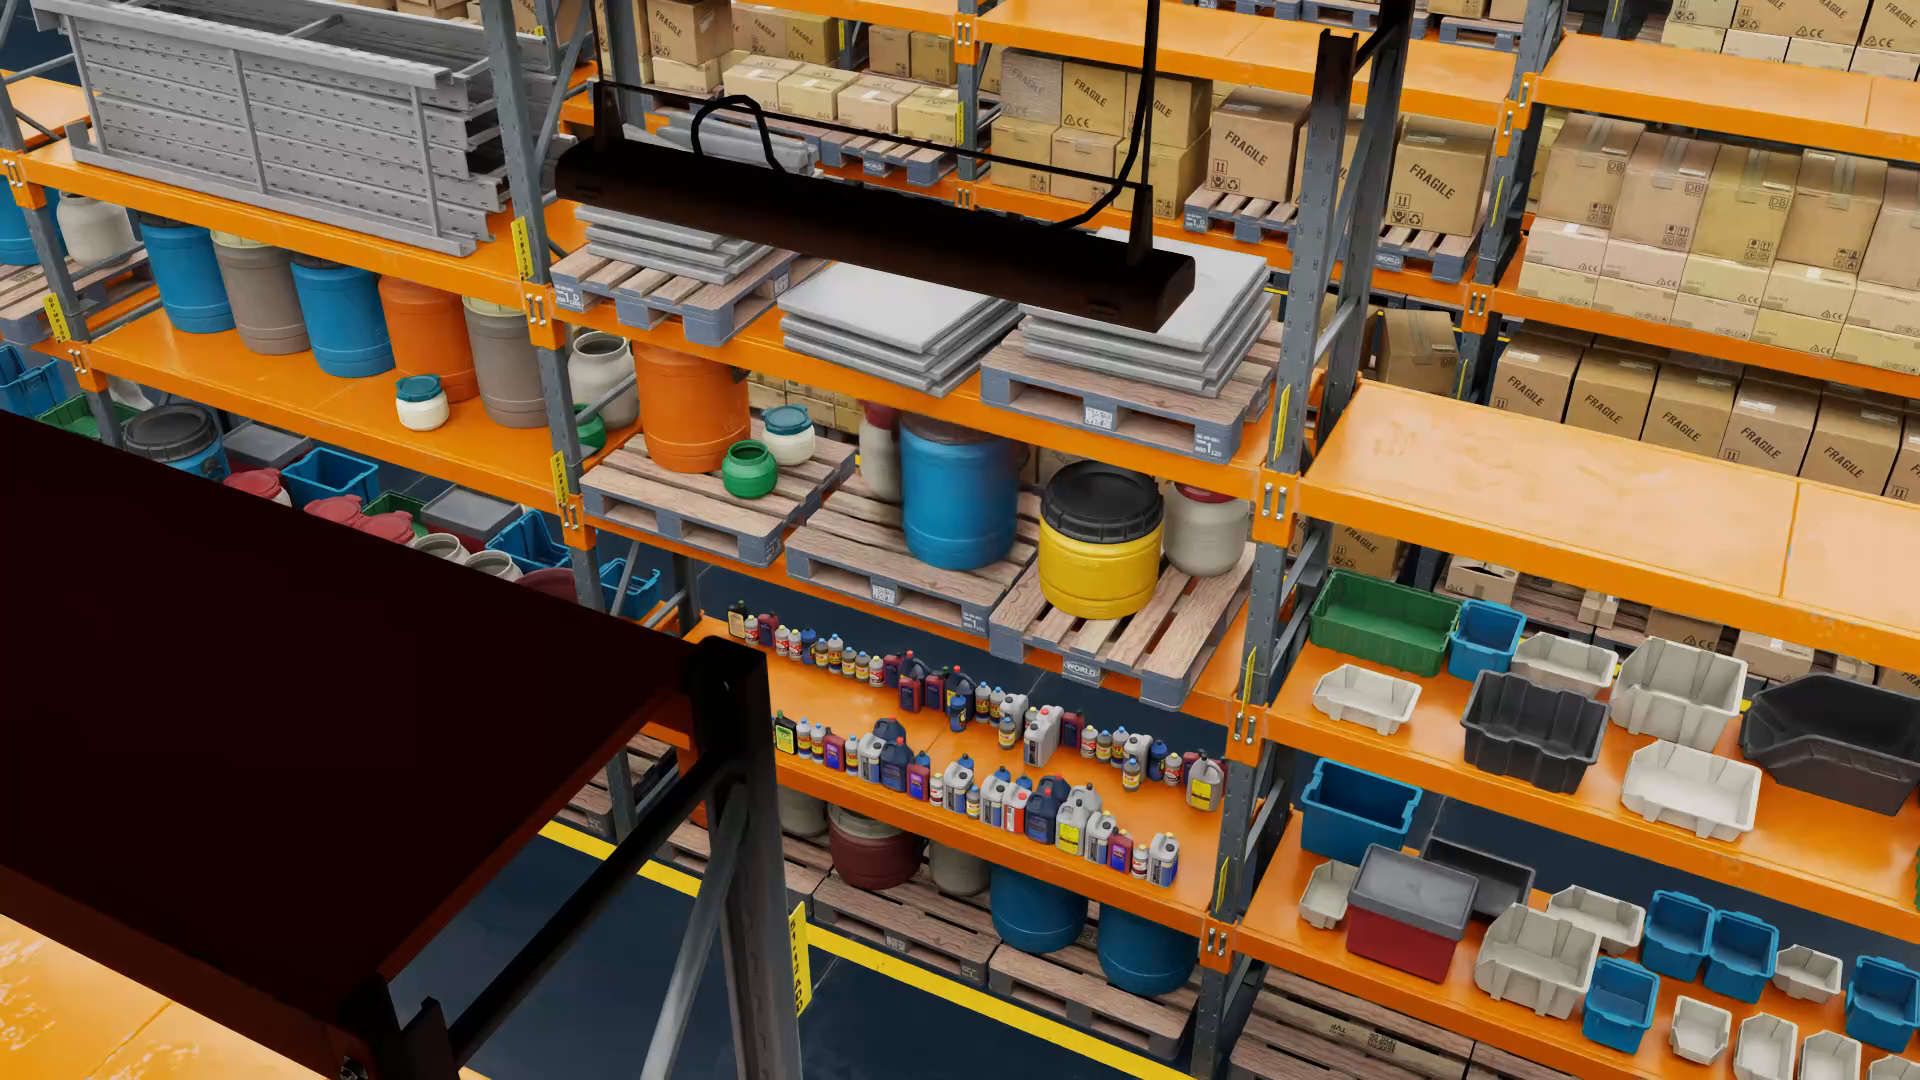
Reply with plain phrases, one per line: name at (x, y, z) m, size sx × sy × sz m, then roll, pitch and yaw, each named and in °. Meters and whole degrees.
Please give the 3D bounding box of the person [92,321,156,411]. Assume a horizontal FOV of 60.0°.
person at (-7.537, -1.603, 14.714) m, size 0.943 × 1.613 × 0.534 m, roll 1°, pitch 35°, yaw 1°

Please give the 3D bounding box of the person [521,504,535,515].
person at (-3.347, 0.142, 12.100) m, size 0.610 × 1.757 × 0.844 m, roll -12°, pitch 37°, yaw -16°
